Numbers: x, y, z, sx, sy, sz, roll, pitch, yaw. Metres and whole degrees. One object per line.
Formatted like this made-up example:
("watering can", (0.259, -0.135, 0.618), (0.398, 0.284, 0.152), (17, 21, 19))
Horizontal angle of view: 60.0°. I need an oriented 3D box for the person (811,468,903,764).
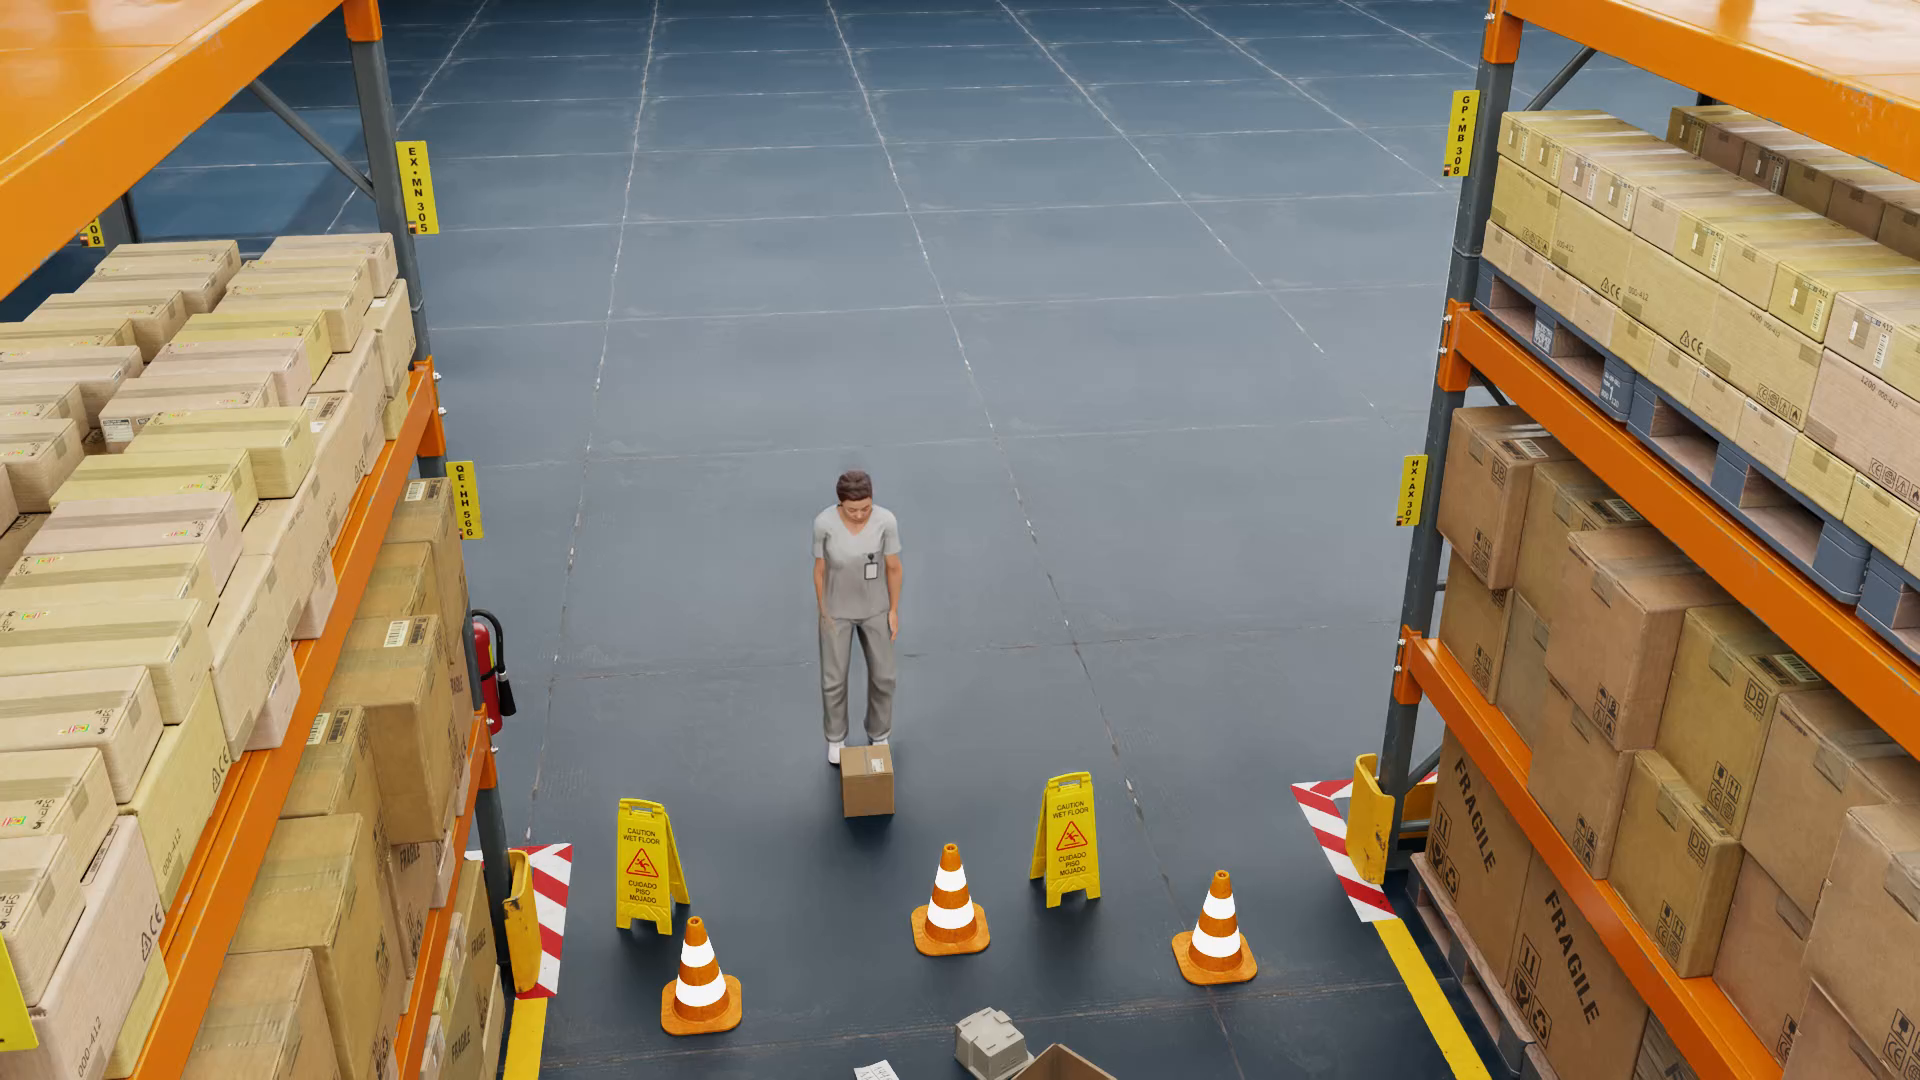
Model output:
("person", (-0.512, 0.380, 8.416), (0.453, 1.633, 0.339), (-3, 27, -6))
